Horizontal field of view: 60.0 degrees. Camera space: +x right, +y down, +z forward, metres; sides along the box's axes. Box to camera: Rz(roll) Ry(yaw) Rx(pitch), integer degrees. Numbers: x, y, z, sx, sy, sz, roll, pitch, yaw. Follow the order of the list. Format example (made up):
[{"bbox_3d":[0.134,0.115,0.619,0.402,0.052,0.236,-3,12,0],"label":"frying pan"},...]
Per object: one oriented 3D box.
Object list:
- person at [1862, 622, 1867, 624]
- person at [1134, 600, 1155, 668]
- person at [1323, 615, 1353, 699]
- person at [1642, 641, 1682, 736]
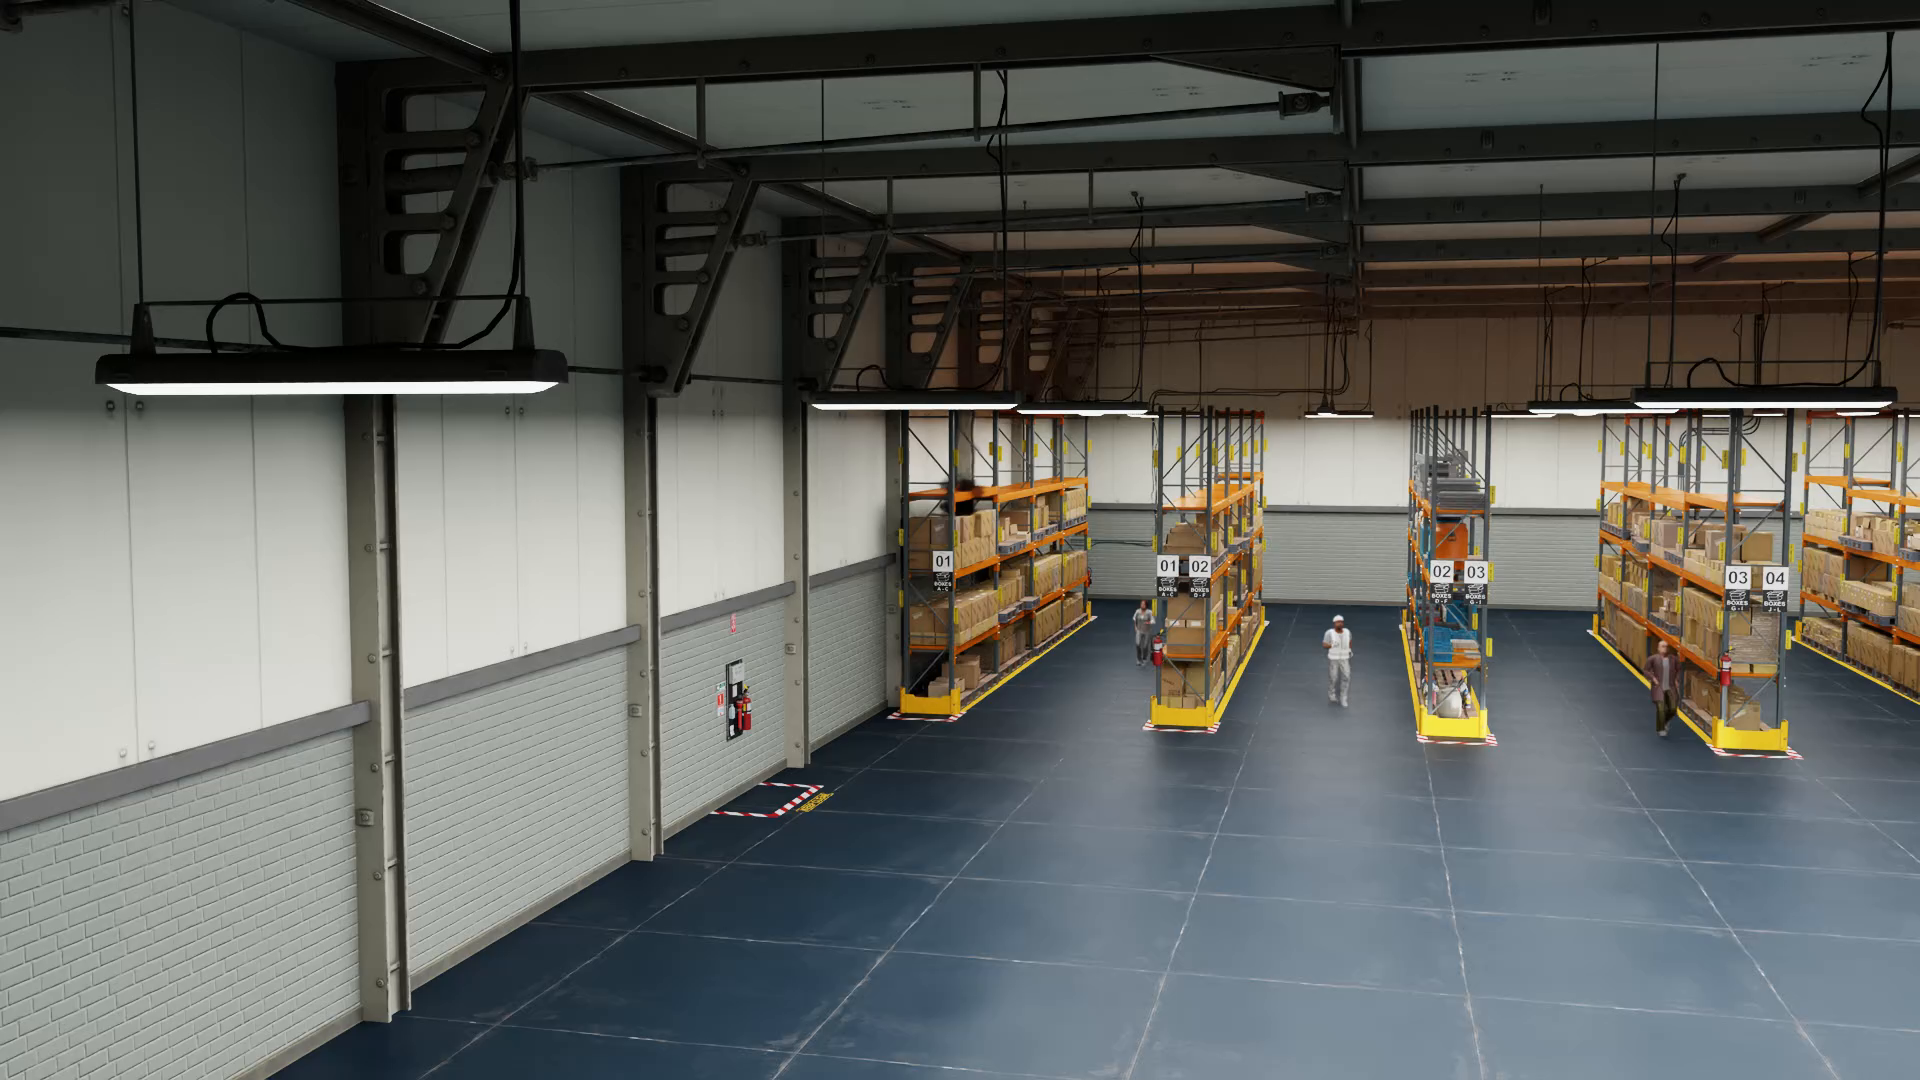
[{"bbox_3d":[23.696,1.783,43.603,0.784,1.727,0.777,-1,4,-18],"label":"person"},{"bbox_3d":[4.259,2.167,38.520,0.523,1.582,0.704,1,4,13],"label":"person"},{"bbox_3d":[7.614,2.347,33.409,0.654,1.664,0.717,0,4,0],"label":"person"},{"bbox_3d":[12.758,2.692,30.150,0.705,1.727,0.661,1,4,7],"label":"person"}]
